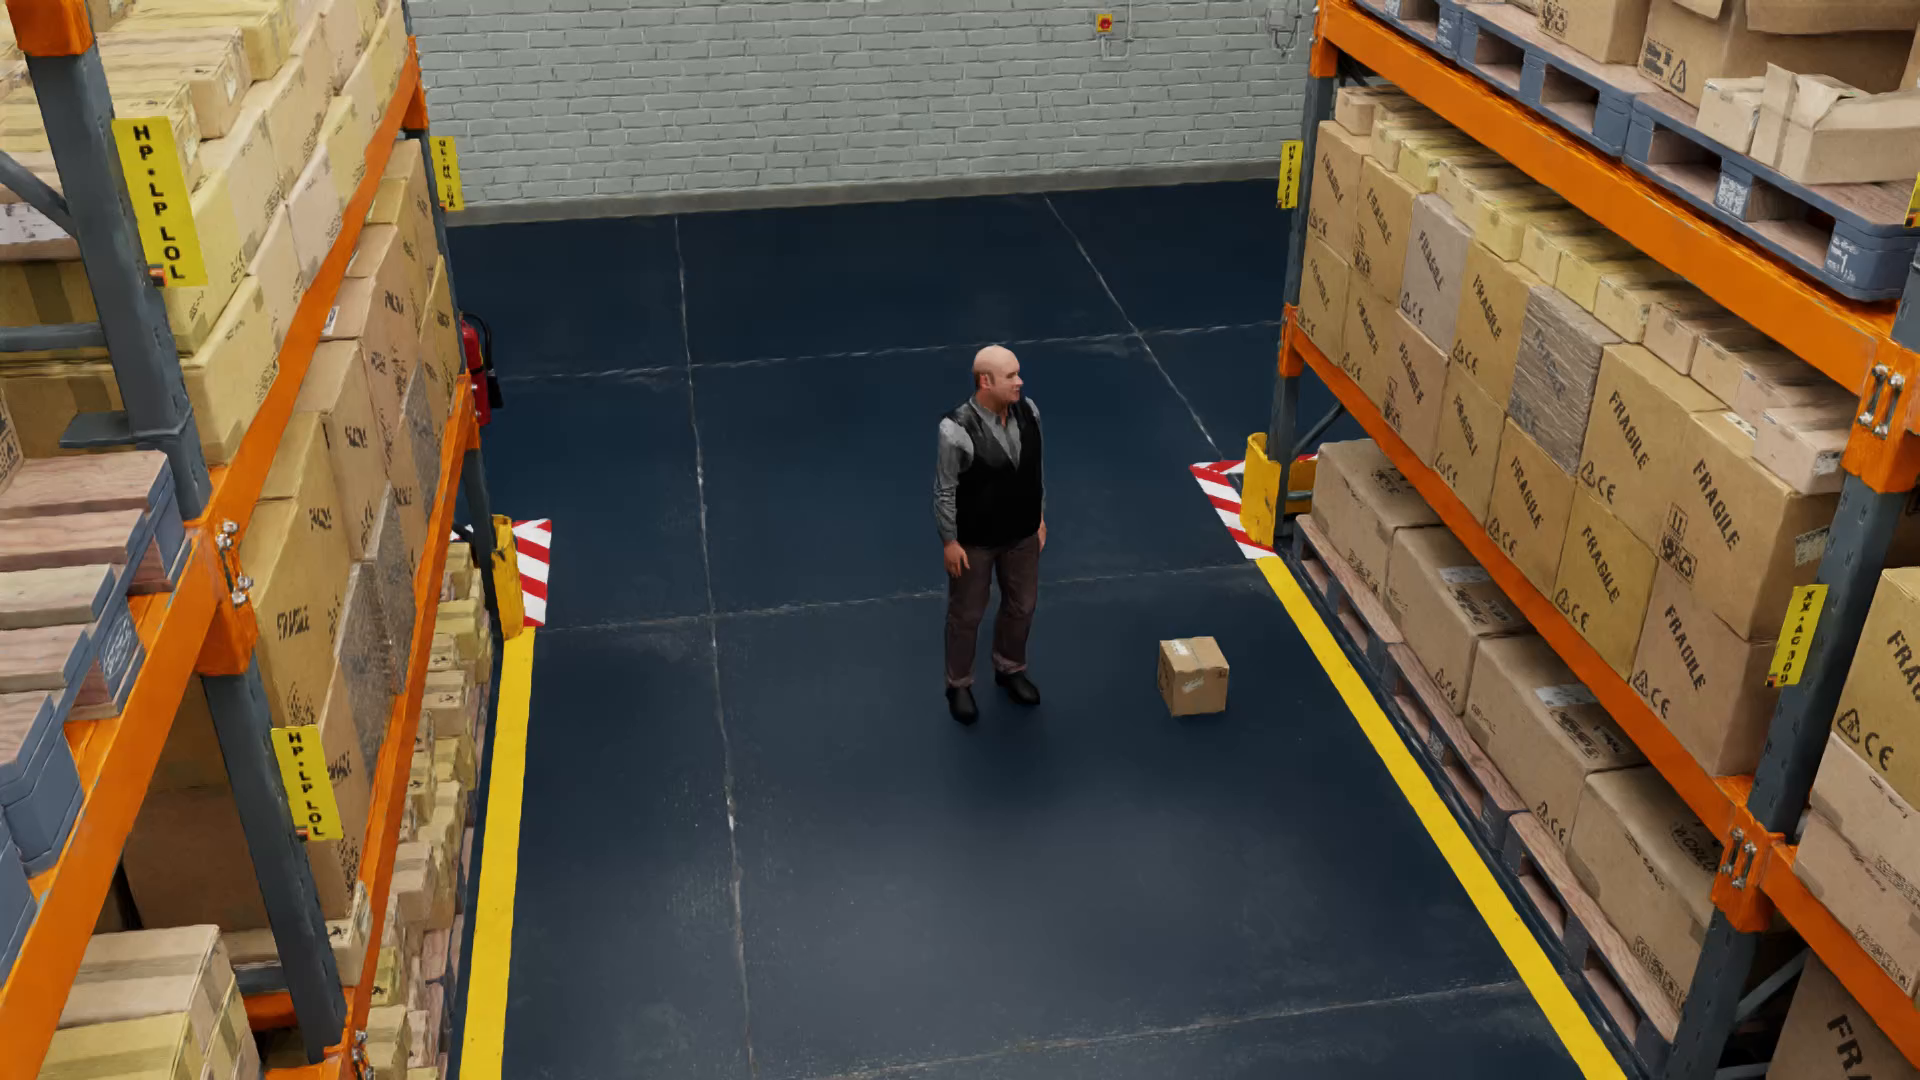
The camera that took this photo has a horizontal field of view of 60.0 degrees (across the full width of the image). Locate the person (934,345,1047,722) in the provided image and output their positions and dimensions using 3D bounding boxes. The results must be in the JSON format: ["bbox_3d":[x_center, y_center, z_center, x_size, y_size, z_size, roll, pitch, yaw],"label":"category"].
[{"bbox_3d":[0.142,-0.028,7.166,0.543,1.724,0.375,-19,35,-29],"label":"person"}]
